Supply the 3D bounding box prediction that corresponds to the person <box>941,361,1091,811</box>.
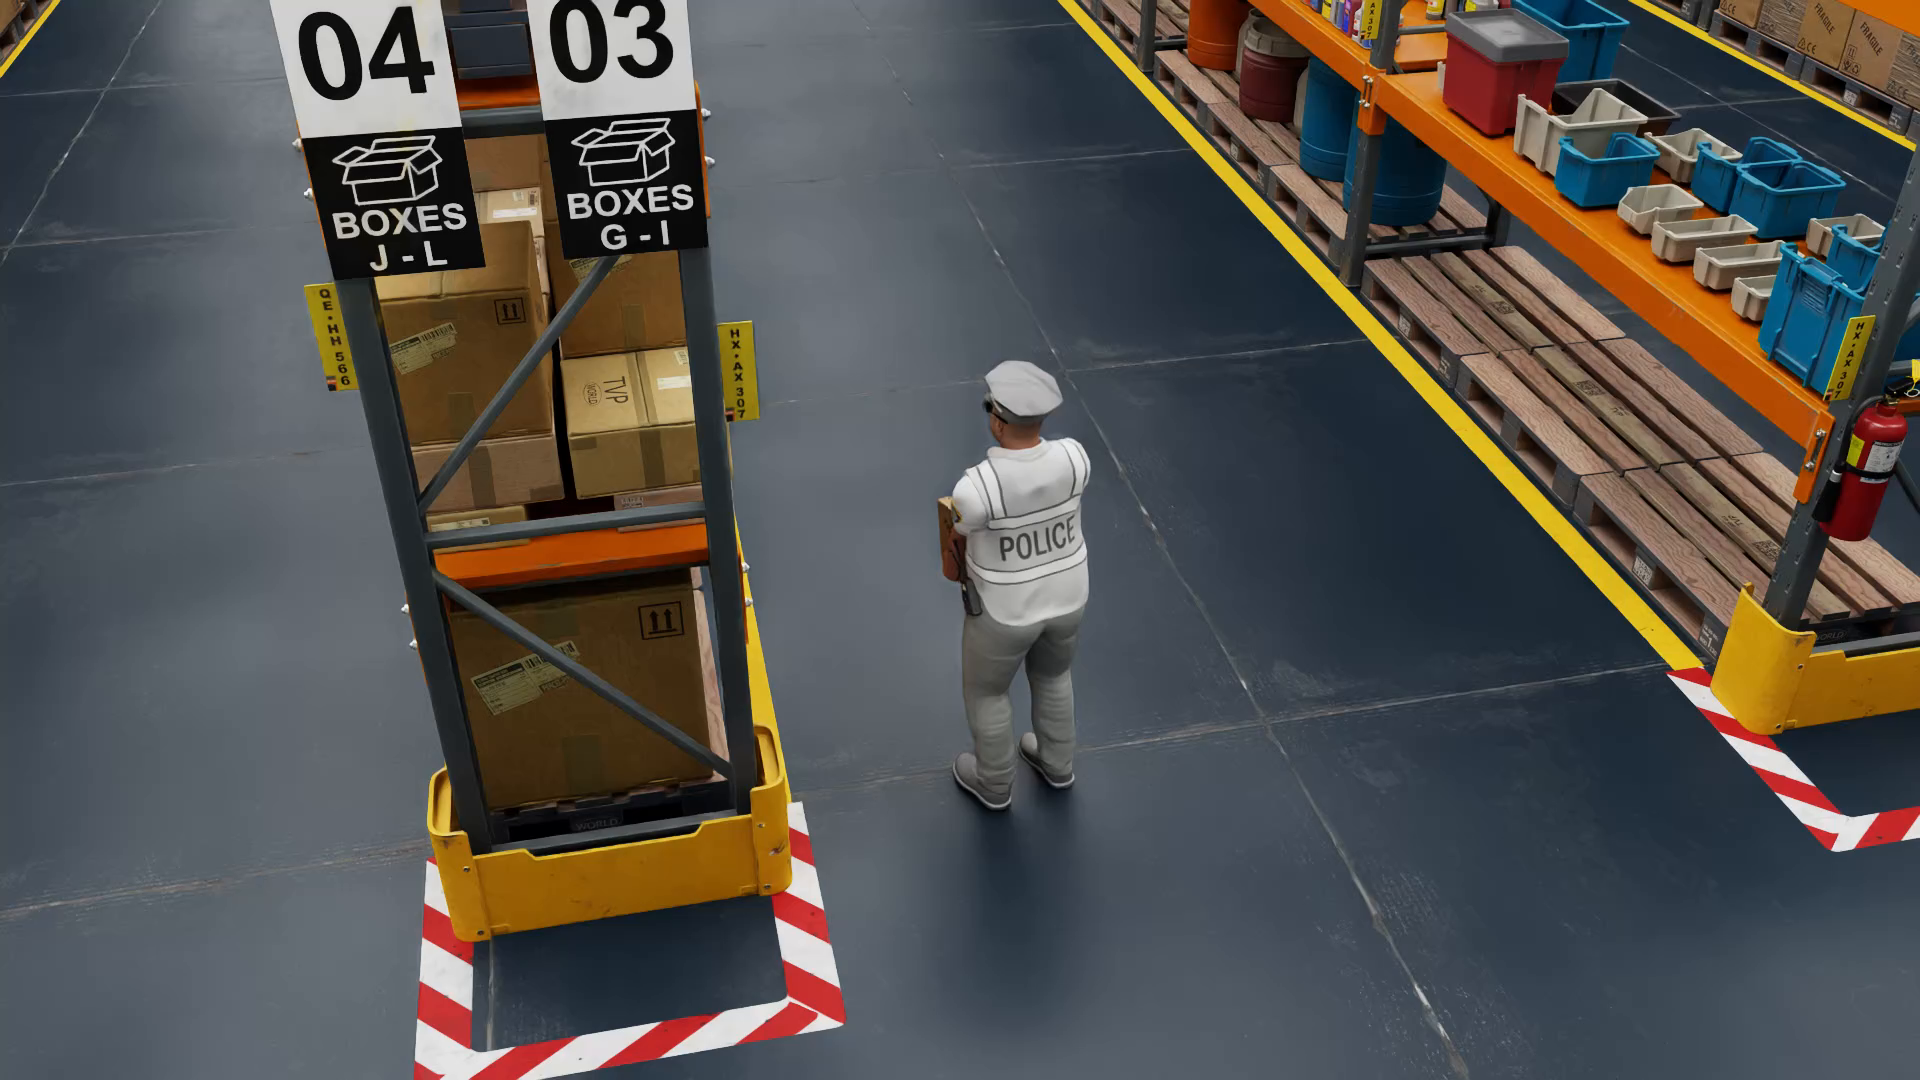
[{"bbox_3d":[0.171,0.160,5.894,0.490,1.768,0.573,-17,38,-23],"label":"person"}]
